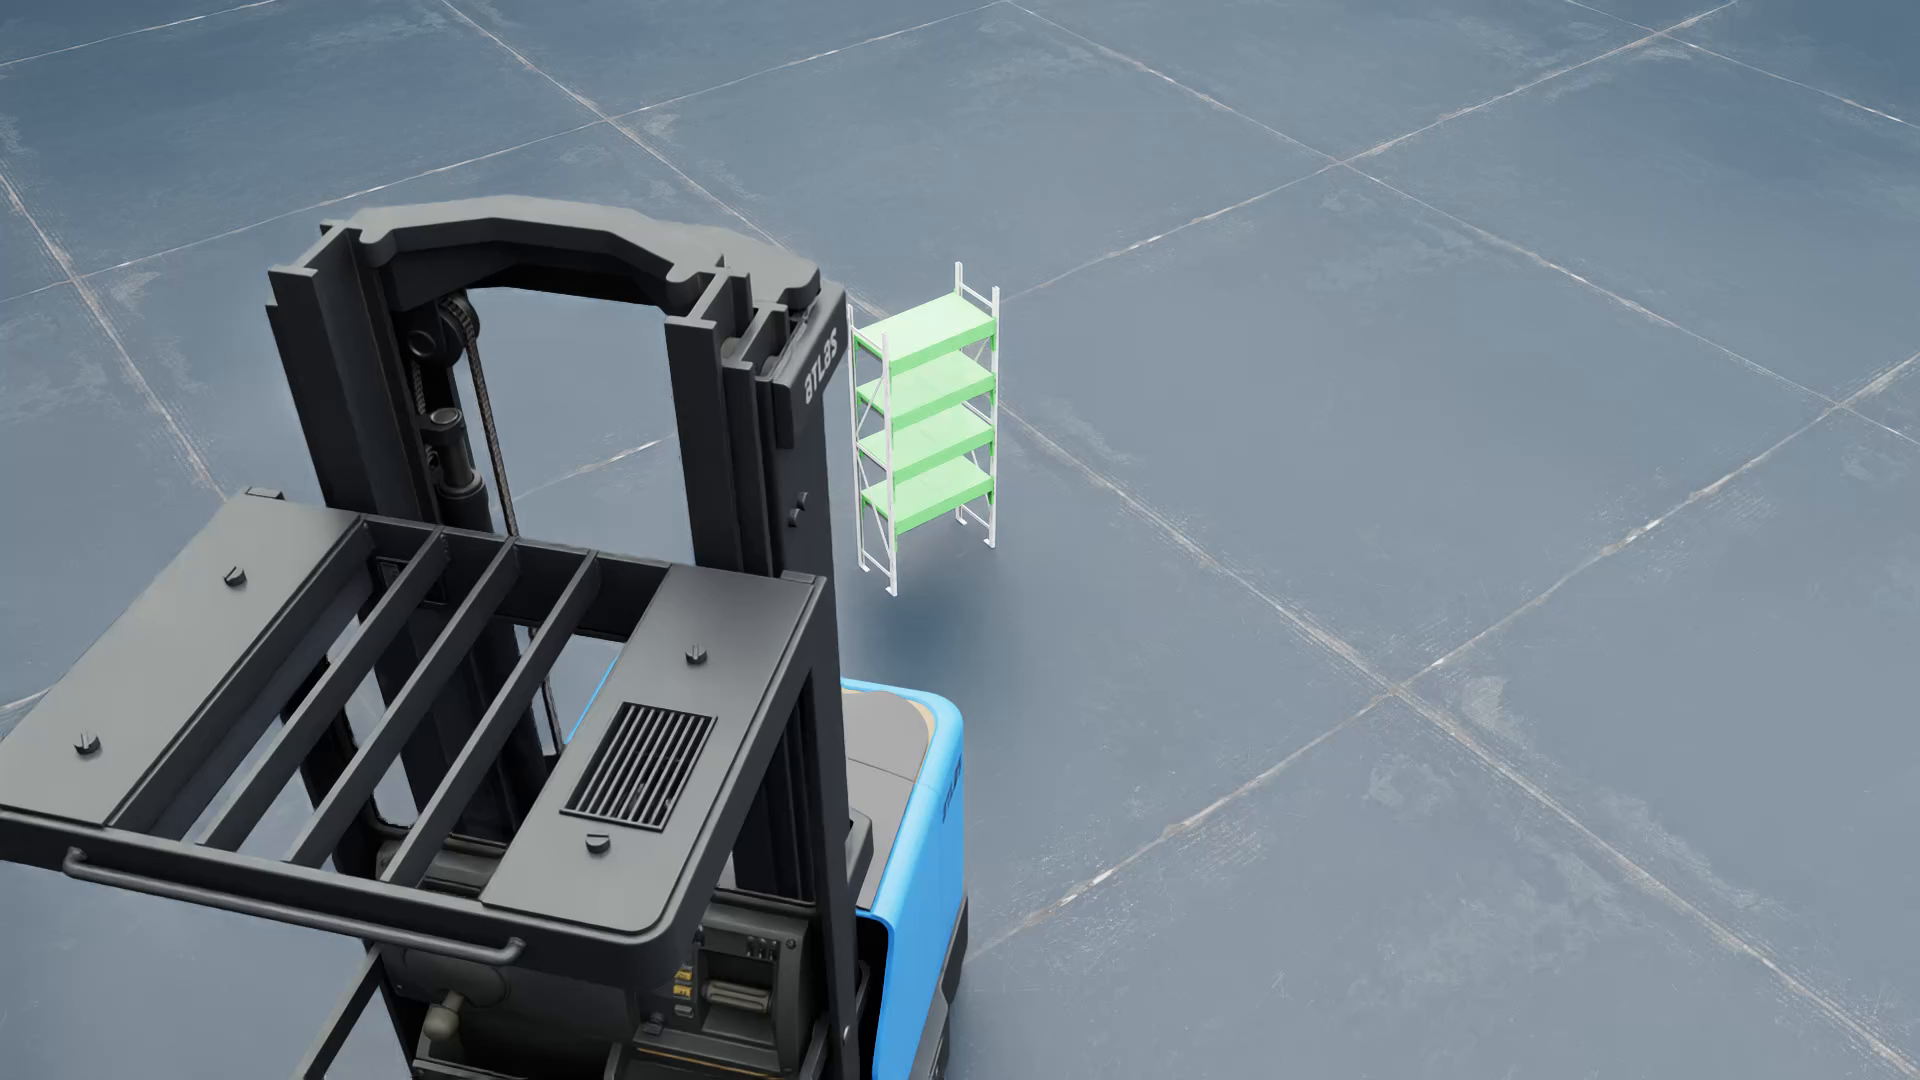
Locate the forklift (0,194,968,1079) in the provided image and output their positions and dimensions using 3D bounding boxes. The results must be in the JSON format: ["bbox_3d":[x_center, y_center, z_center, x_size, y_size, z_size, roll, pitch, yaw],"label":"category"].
[{"bbox_3d":[-0.816,0.964,3.264,1.130,2.935,3.031,9,40,10],"label":"forklift"}]

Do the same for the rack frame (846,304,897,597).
[{"bbox_3d":[-0.325,-0.306,6.177,0.015,1.200,0.240,-26,46,-28],"label":"rack frame"}]

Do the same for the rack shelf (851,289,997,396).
[{"bbox_3d":[-0.131,-0.722,6.028,0.480,0.148,0.258,-26,46,-28],"label":"rack shelf"}]

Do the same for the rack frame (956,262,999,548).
[{"bbox_3d":[0.062,-0.494,6.406,0.015,1.200,0.240,-26,46,-28],"label":"rack frame"}]

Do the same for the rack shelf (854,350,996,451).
[{"bbox_3d":[-0.131,-0.536,6.180,0.480,0.148,0.258,-26,46,-28],"label":"rack shelf"}]

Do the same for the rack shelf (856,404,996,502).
[{"bbox_3d":[-0.131,-0.351,6.332,0.480,0.148,0.258,-26,46,-28],"label":"rack shelf"}]

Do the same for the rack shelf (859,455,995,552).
[{"bbox_3d":[-0.131,-0.165,6.484,0.480,0.148,0.258,-26,46,-28],"label":"rack shelf"}]

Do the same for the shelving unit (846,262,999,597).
[{"bbox_3d":[-0.131,-0.400,6.291,0.503,1.200,0.258,-26,46,-28],"label":"shelving unit"}]
